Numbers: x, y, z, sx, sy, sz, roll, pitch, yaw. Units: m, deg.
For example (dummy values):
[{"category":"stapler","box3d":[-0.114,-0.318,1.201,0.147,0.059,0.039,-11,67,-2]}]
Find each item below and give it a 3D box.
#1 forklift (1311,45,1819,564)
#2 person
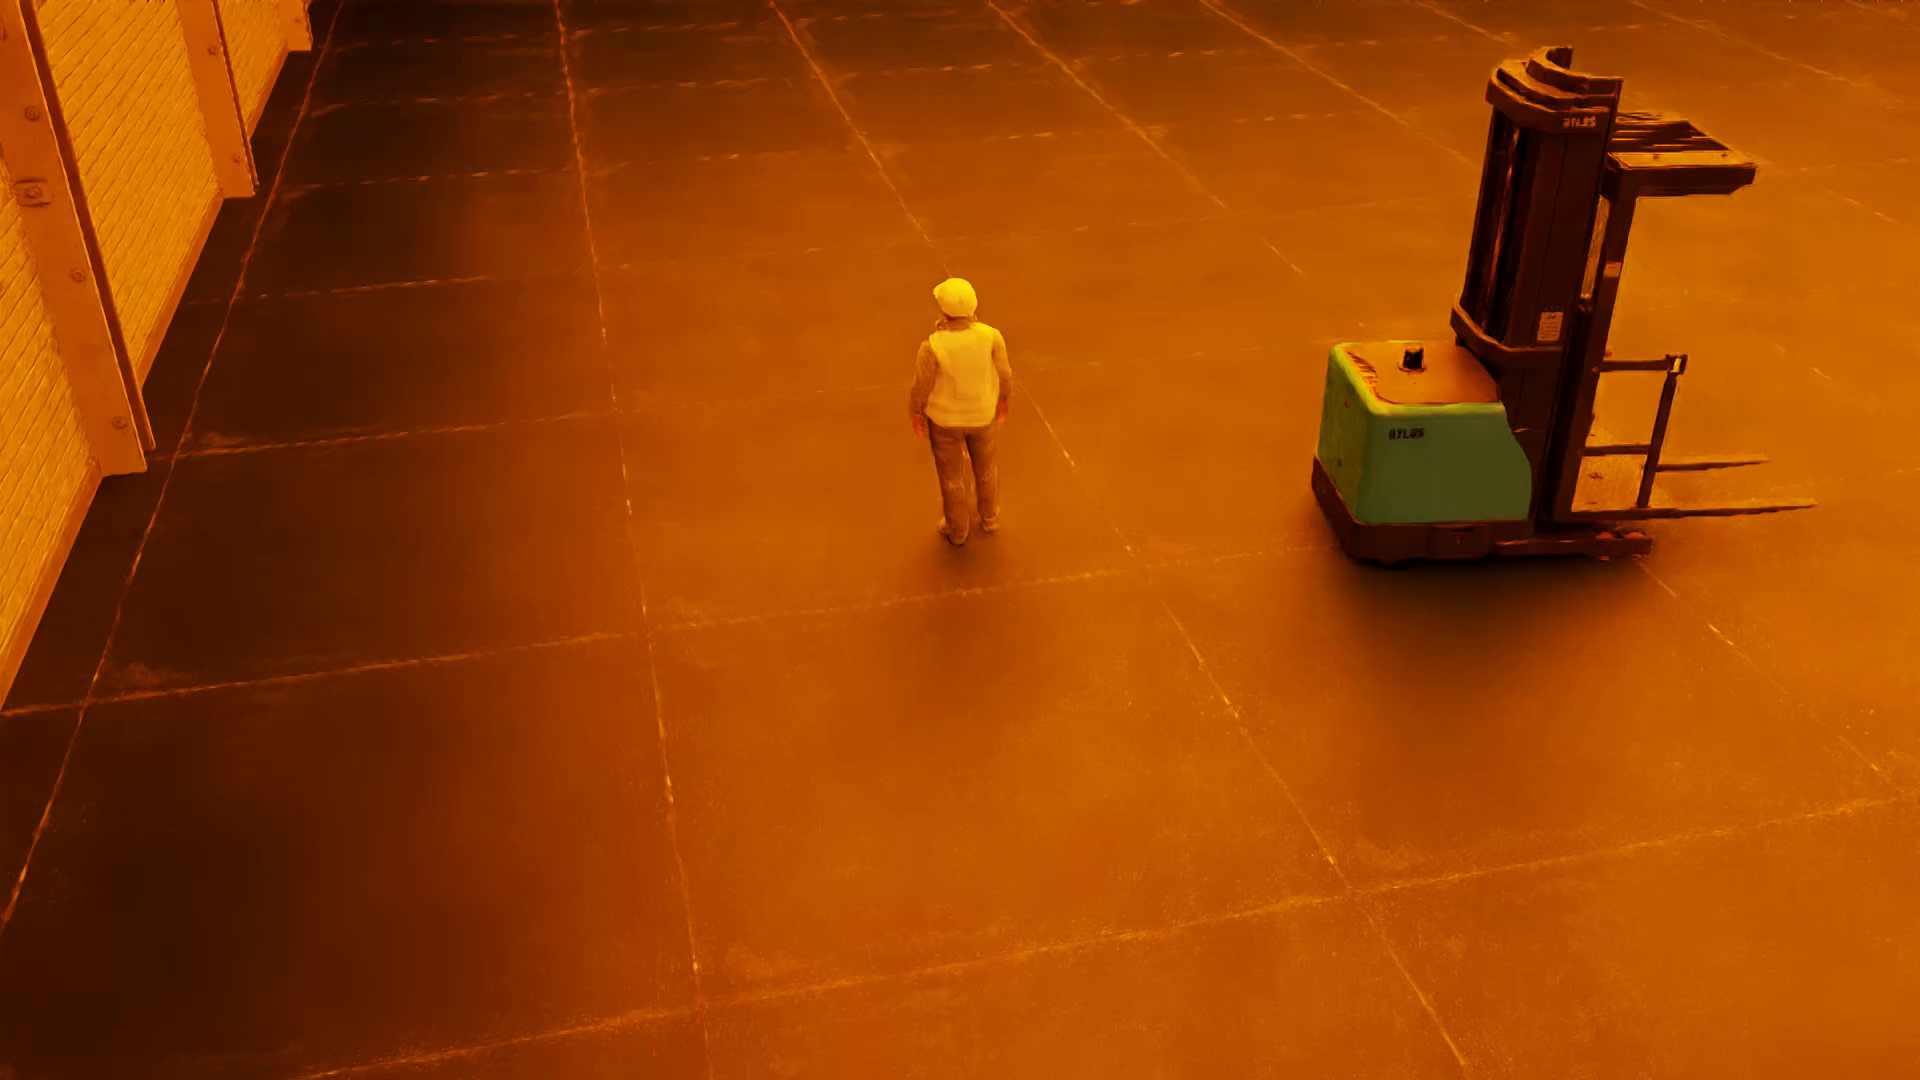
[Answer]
[{"category":"forklift","box3d":[3.860,-1.406,10.004,3.031,2.935,1.130,-2,30,-4]},{"category":"person","box3d":[-0.007,-0.805,10.106,0.632,1.773,0.567,-7,31,-12]}]
